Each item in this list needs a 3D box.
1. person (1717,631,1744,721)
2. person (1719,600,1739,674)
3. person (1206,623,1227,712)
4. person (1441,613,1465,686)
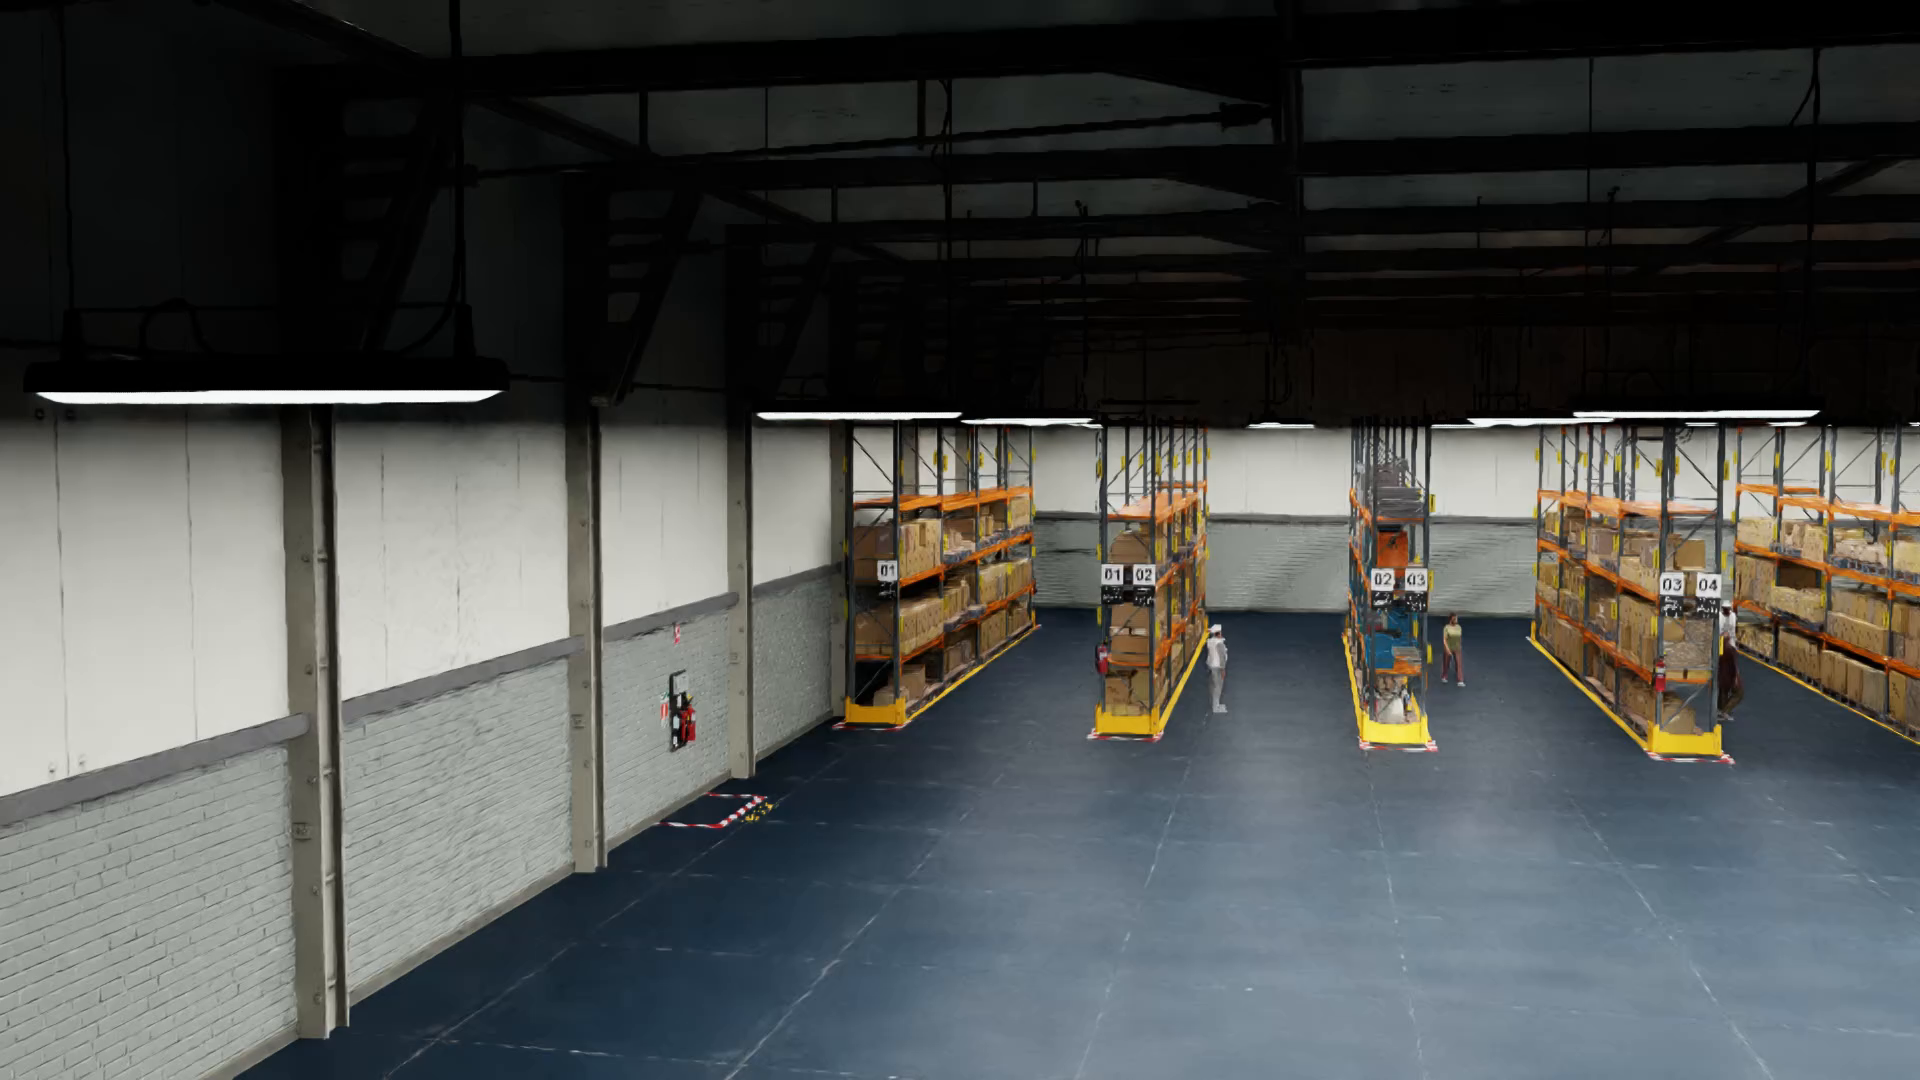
[{"bbox_3d":[14.986,2.668,32.494,0.517,1.779,0.634,-1,4,-14],"label":"person"},{"bbox_3d":[17.948,2.260,38.998,0.566,1.706,1.122,1,4,14],"label":"person"},{"bbox_3d":[5.243,2.577,33.714,0.448,1.780,0.586,-1,4,-20],"label":"person"},{"bbox_3d":[10.990,2.432,37.150,0.445,1.605,1.017,0,4,3],"label":"person"}]
